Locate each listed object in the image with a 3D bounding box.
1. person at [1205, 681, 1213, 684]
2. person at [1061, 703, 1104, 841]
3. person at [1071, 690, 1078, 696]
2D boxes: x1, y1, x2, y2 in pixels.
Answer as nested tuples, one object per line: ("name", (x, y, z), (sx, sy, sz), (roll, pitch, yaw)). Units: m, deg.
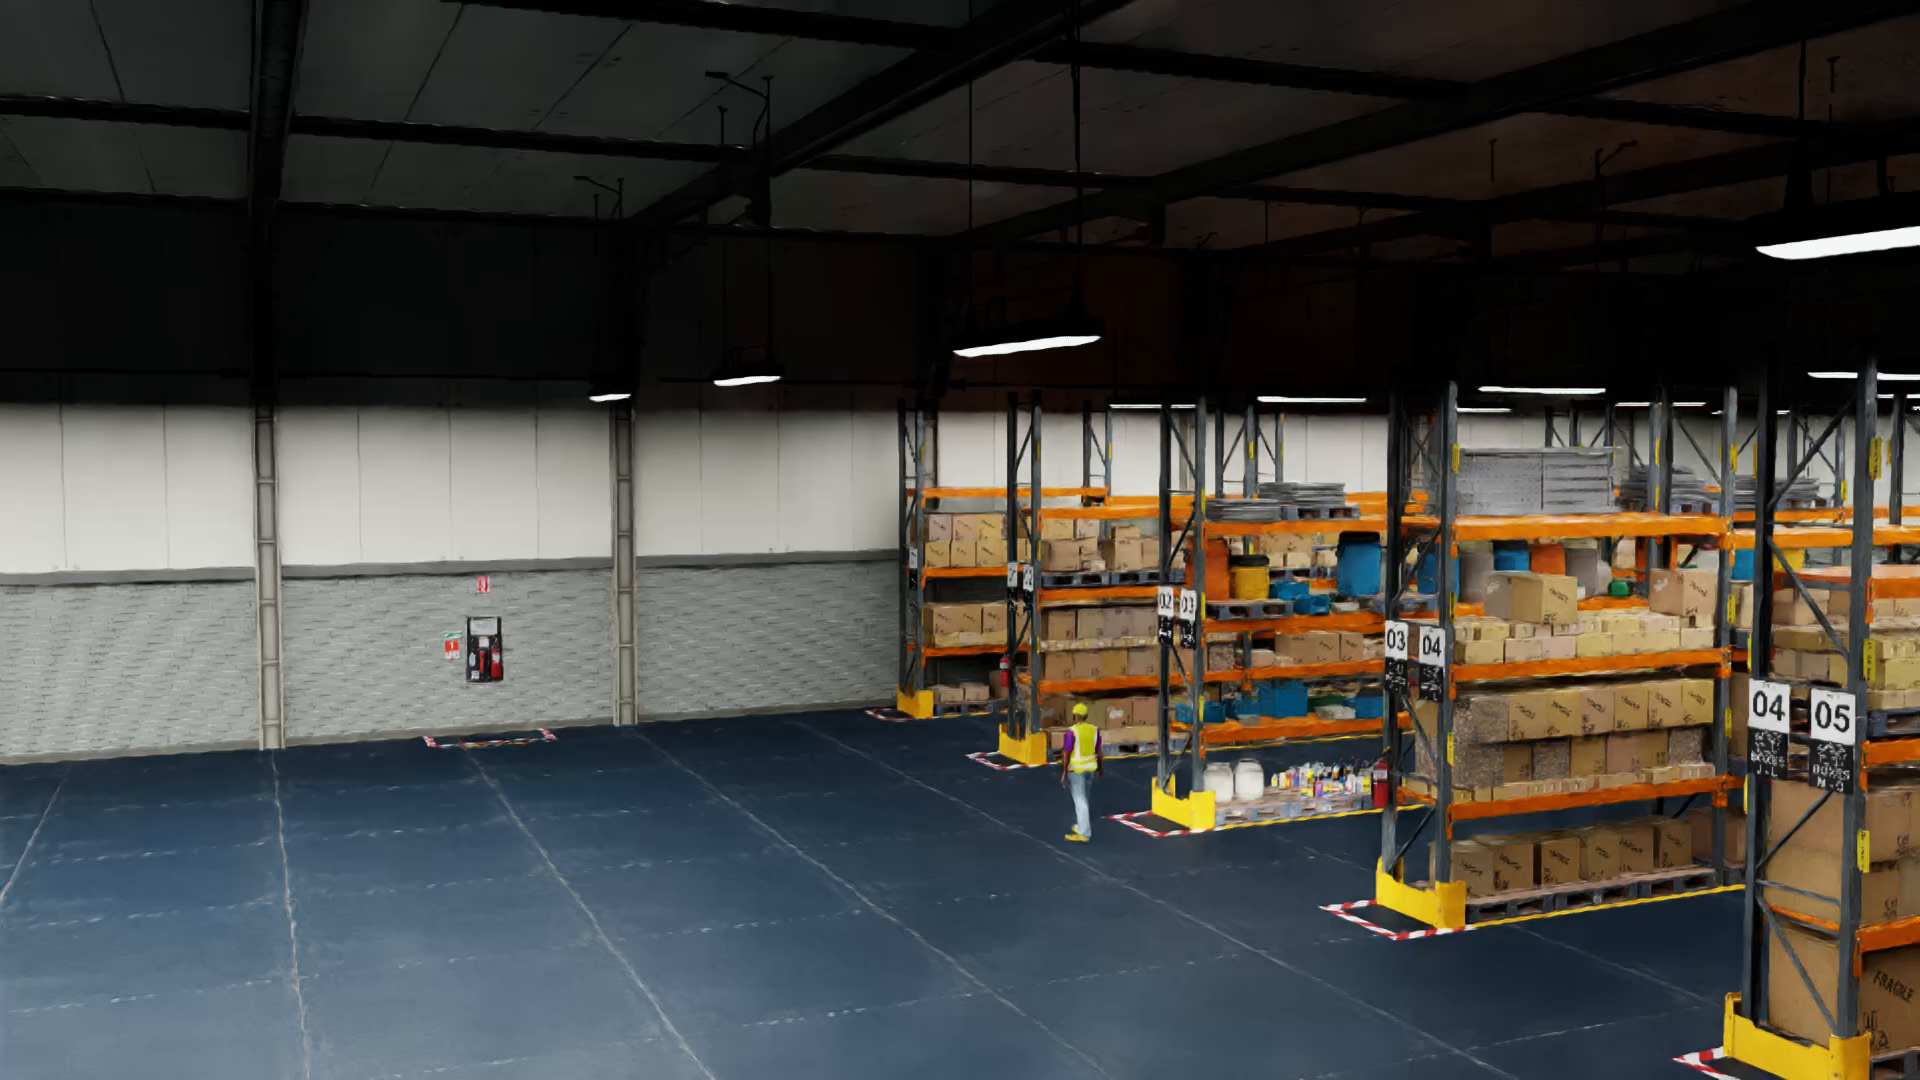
("person", (4.960, 2.342, 32.902), (0.444, 1.786, 0.598), (3, 5, 43))
("person", (1.573, 3.009, 21.760), (0.687, 1.767, 0.624), (-3, 4, -39))
("person", (2.146, 2.549, 30.408), (0.841, 1.664, 0.674), (-3, 4, -41))
